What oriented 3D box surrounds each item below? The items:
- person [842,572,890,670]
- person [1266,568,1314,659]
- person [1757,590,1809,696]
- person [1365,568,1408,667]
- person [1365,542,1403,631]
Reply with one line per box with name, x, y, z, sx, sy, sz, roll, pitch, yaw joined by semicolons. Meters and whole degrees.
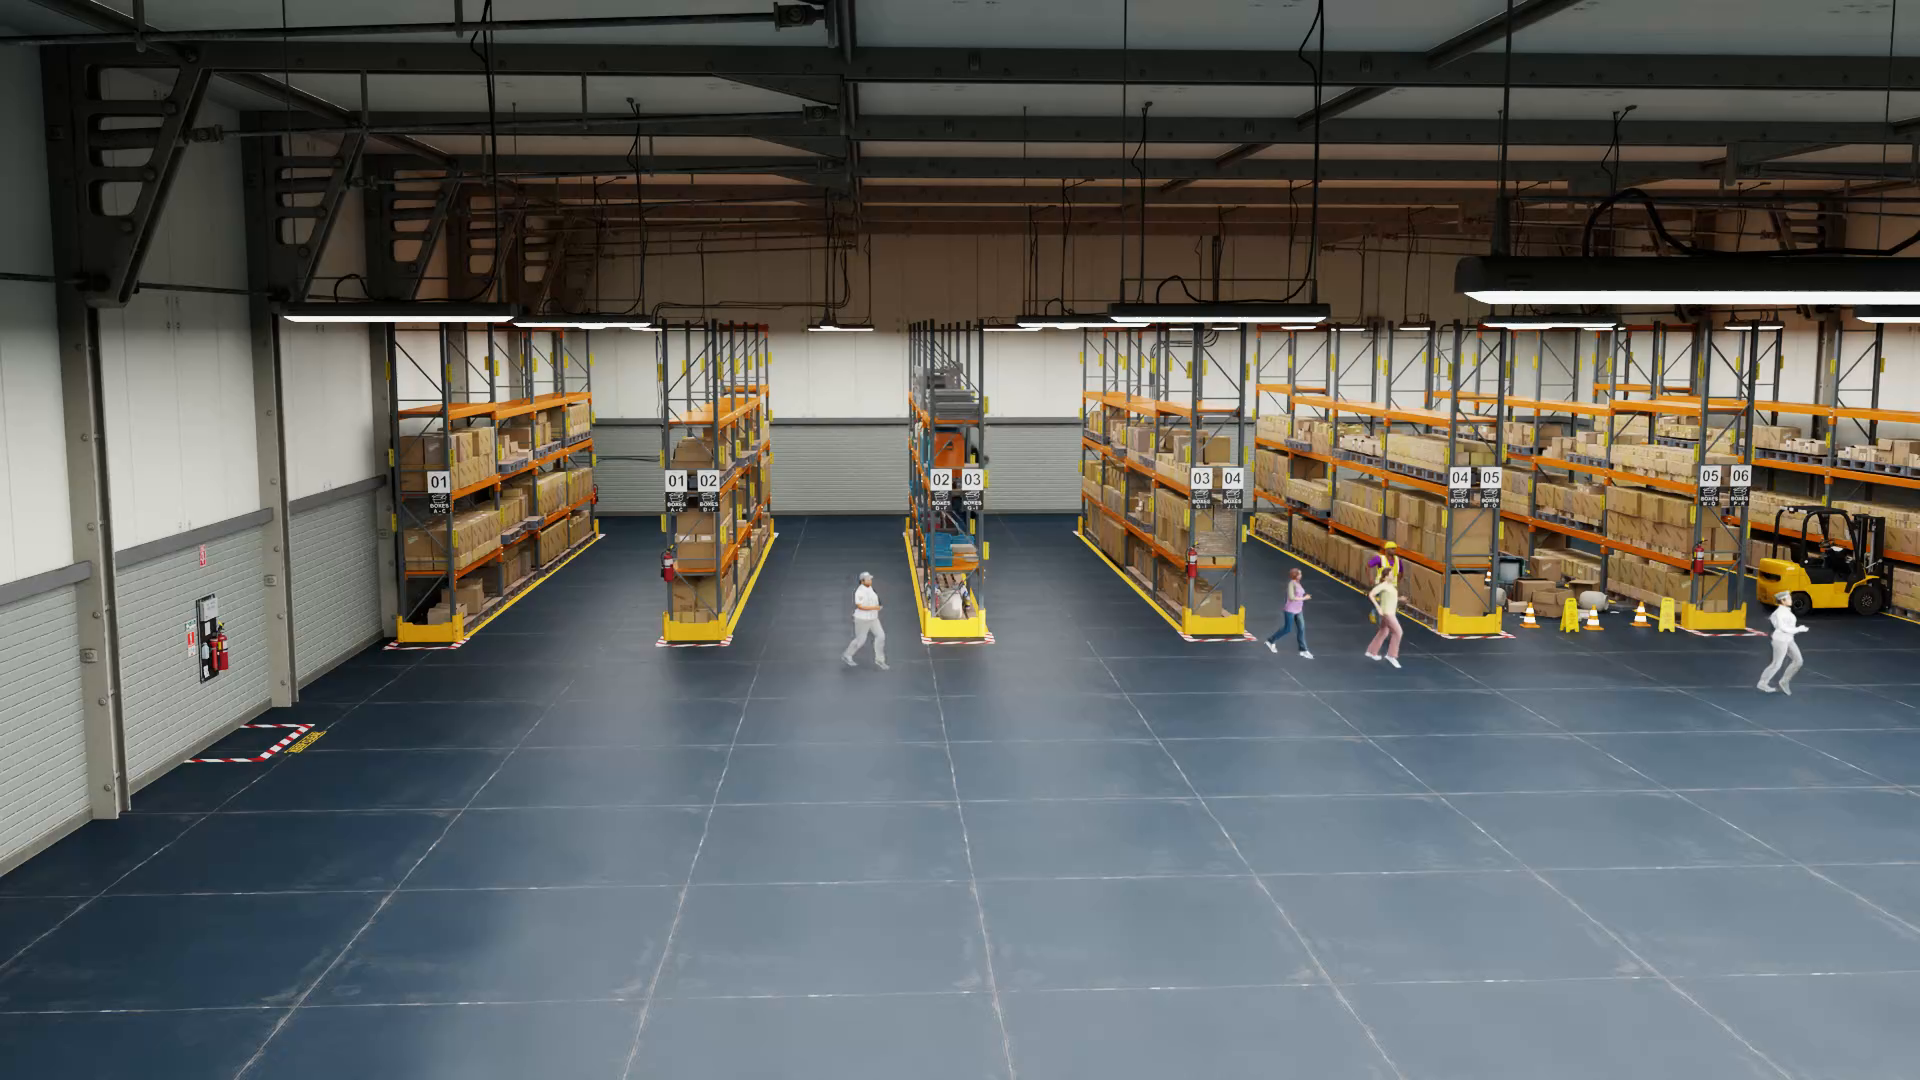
person;-1.626;1.391;28.563;0.844;1.710;0.607;3;8;25
person;5.866;1.274;29.448;0.887;1.595;0.533;5;9;34
person;13.091;1.634;26.398;0.676;1.718;0.579;6;9;40
person;7.411;1.331;28.906;0.732;1.725;0.544;4;8;28
person;8.244;0.901;32.230;0.738;1.765;0.877;-2;7;-13
